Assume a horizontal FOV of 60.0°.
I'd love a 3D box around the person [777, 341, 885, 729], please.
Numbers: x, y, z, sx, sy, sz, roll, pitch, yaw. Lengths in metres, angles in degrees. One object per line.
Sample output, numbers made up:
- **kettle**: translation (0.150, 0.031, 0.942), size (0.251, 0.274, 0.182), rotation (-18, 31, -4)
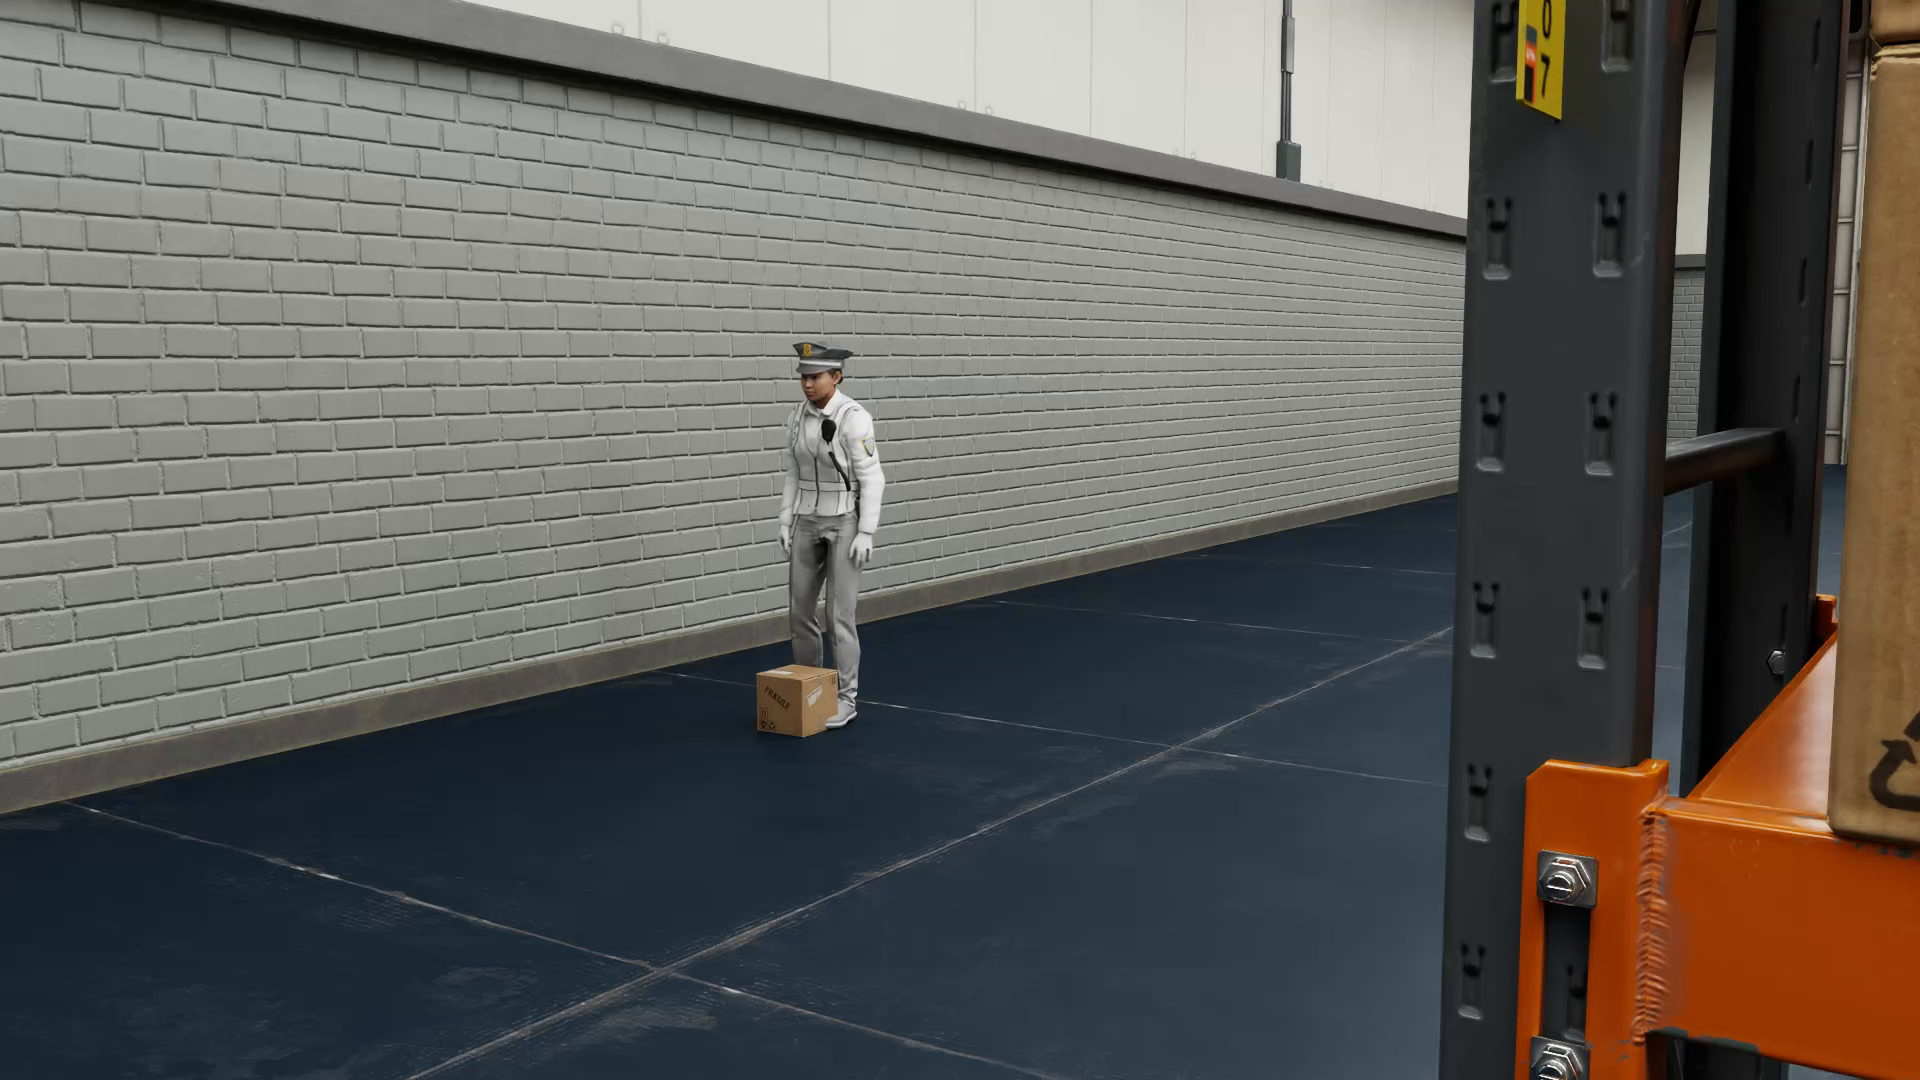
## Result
- **person**: translation (-0.588, -0.032, 7.280), size (0.527, 1.663, 0.409), rotation (4, 8, 33)
